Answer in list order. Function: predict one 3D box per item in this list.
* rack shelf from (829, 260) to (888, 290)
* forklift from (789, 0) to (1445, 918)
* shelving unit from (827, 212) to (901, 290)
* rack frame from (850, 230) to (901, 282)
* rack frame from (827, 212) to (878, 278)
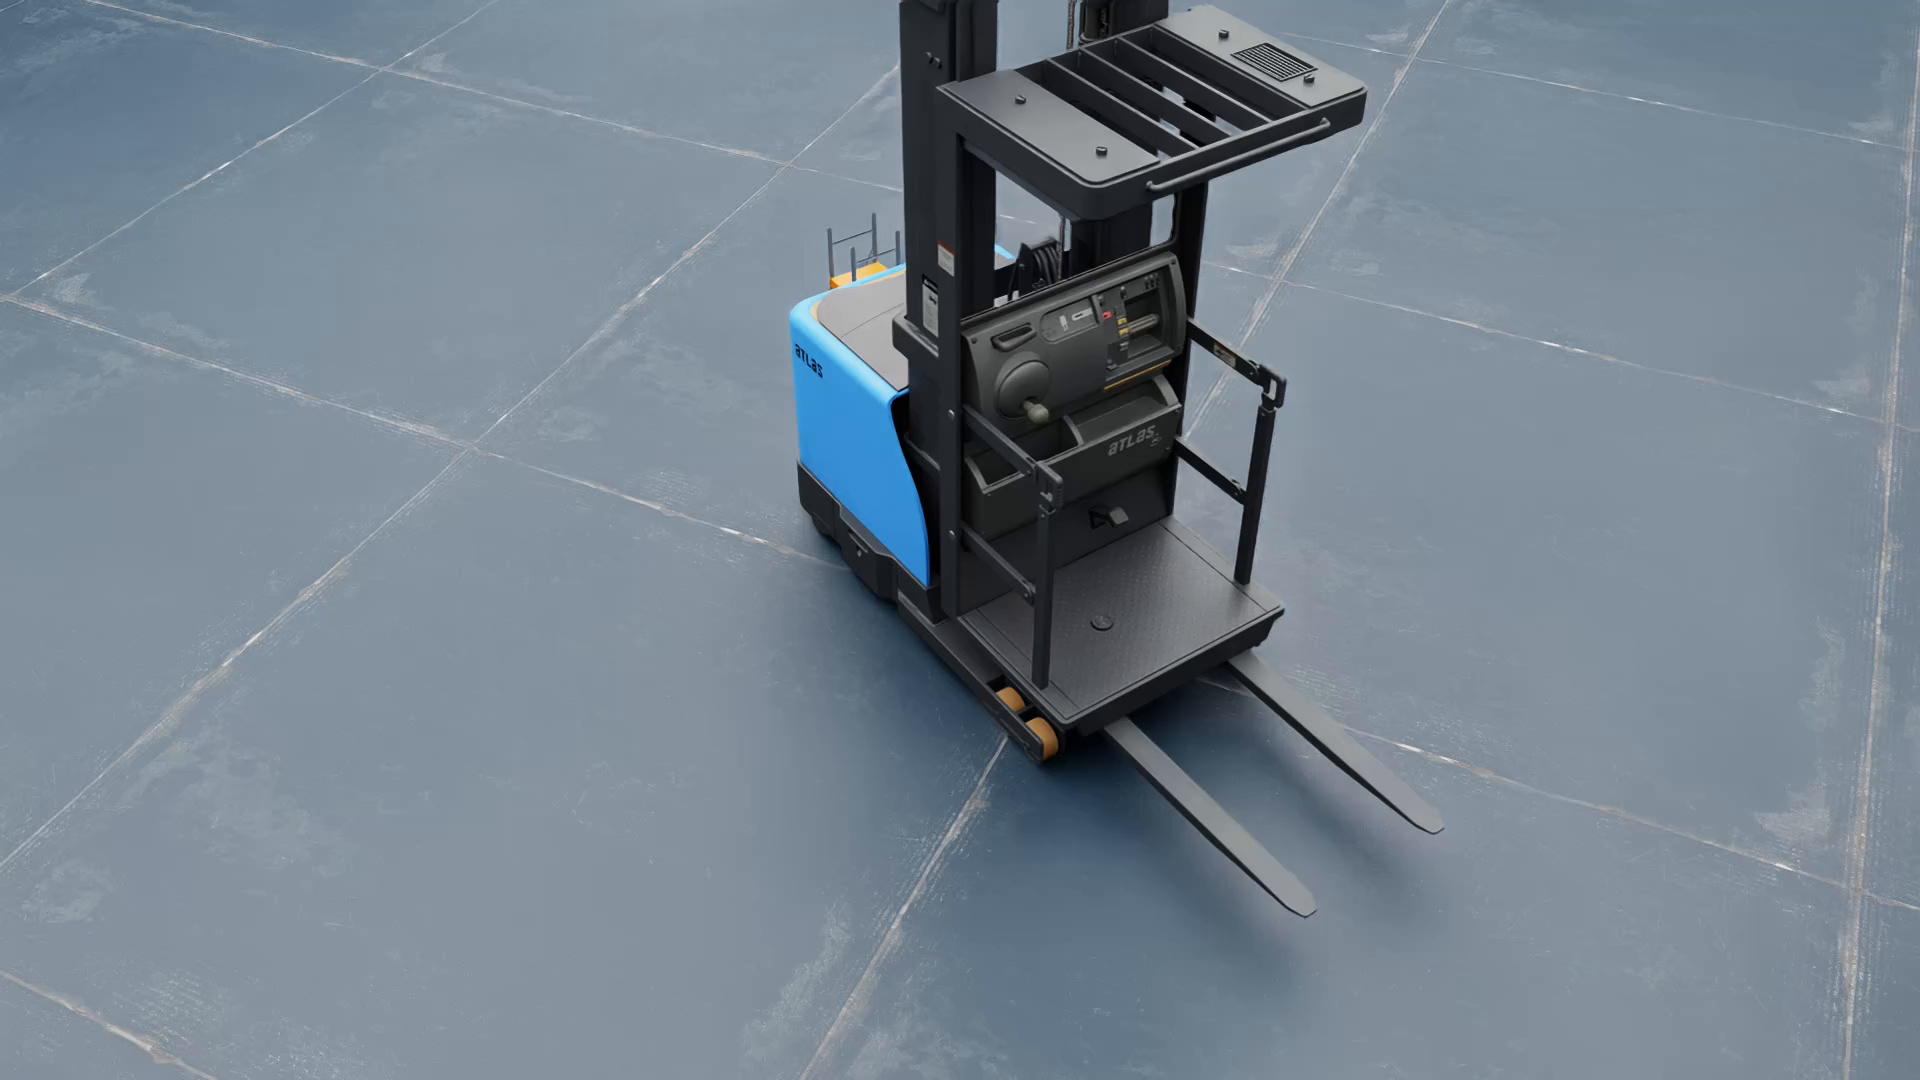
[{"bbox_3d":[-0.402,-1.075,7.092,0.258,0.103,0.180,-25,47,-26],"label":"rack shelf"},{"bbox_3d":[0.546,-0.634,5.744,1.130,2.935,3.031,-25,47,-26],"label":"forklift"},{"bbox_3d":[-0.402,-0.836,7.299,0.258,1.200,0.189,-25,47,-26],"label":"shelving unit"},{"bbox_3d":[-0.350,-0.787,7.242,0.240,1.200,0.006,-25,47,-26],"label":"rack frame"},{"bbox_3d":[-0.454,-0.885,7.355,0.240,1.200,0.006,-25,47,-26],"label":"rack frame"}]
